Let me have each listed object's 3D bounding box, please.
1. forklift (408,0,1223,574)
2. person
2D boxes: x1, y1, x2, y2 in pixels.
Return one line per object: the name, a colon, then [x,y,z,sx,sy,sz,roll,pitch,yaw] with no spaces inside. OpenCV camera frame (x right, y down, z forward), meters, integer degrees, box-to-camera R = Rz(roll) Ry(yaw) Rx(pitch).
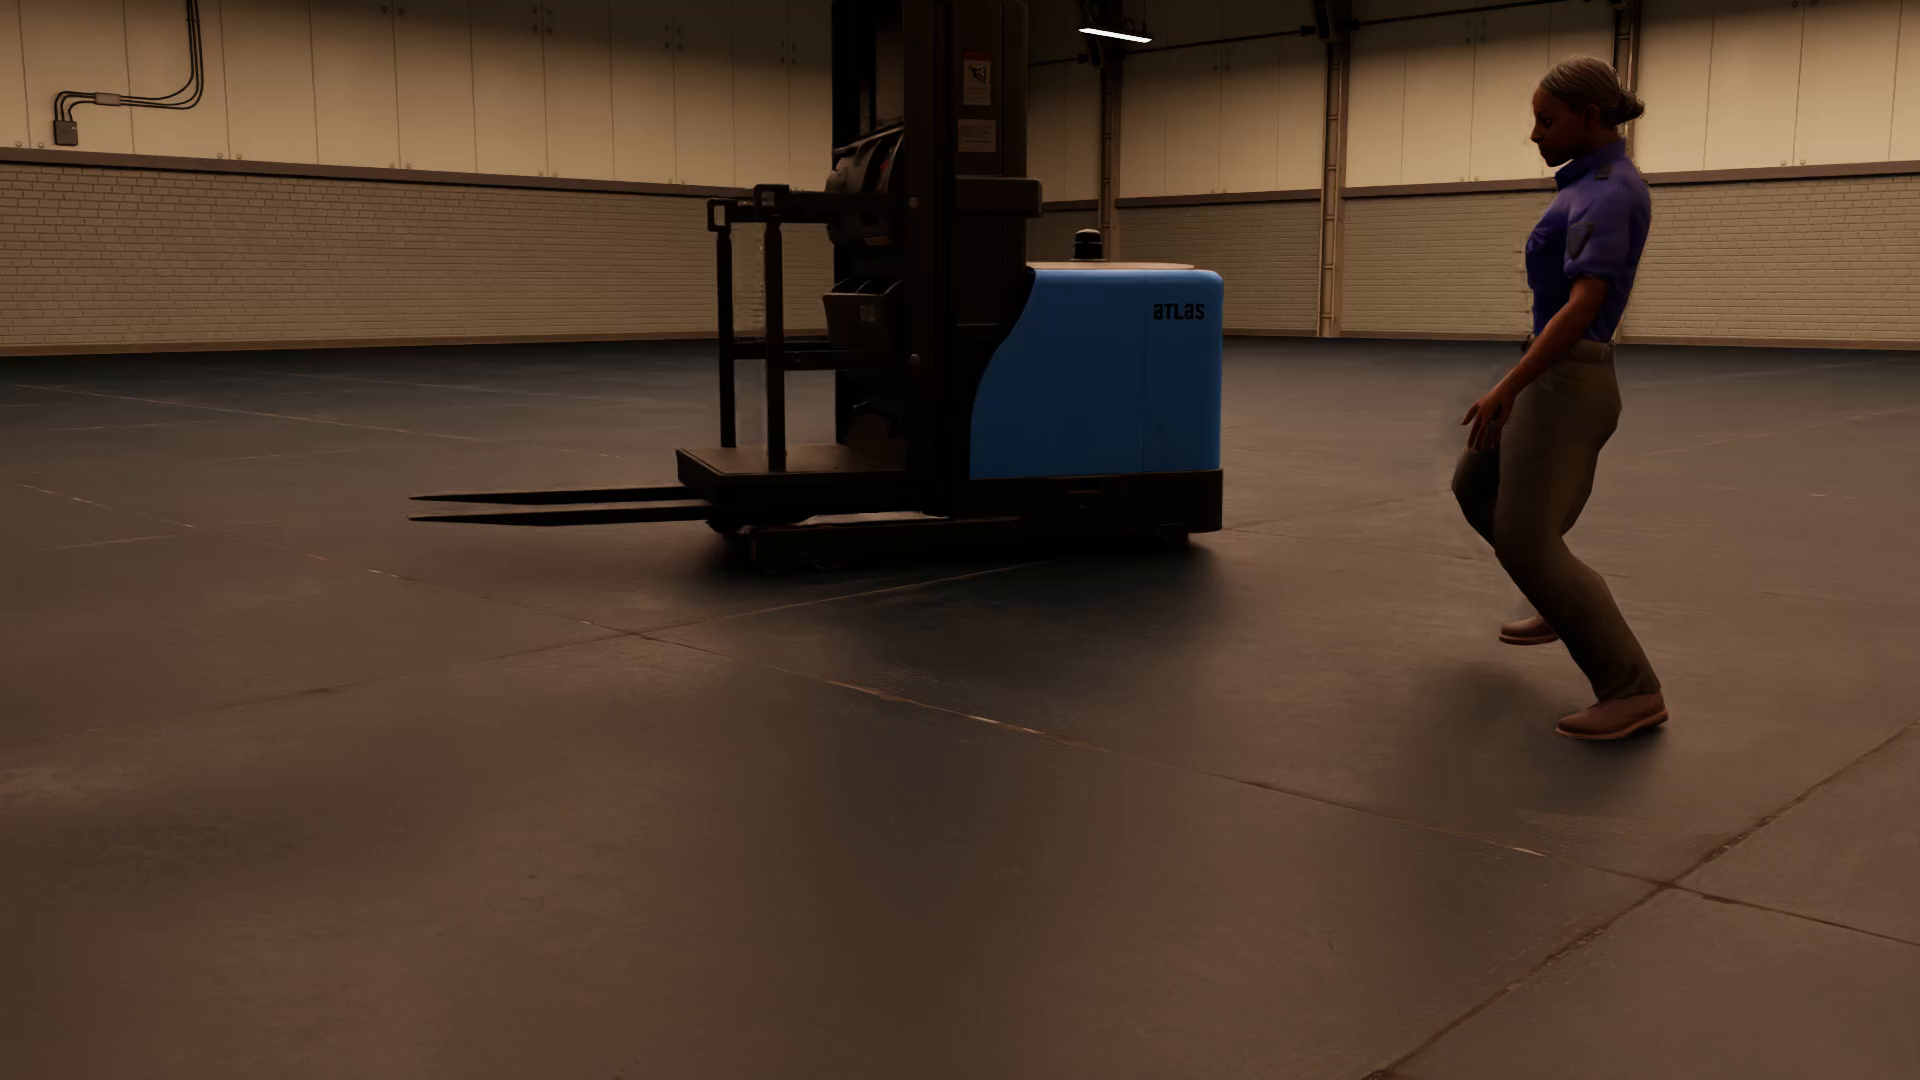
forklift: [-0.551,-1.418,6.289,3.031,2.935,1.130,-3,9,-18]
person: [1.453,-0.365,4.024,0.578,1.556,0.850,4,9,25]
